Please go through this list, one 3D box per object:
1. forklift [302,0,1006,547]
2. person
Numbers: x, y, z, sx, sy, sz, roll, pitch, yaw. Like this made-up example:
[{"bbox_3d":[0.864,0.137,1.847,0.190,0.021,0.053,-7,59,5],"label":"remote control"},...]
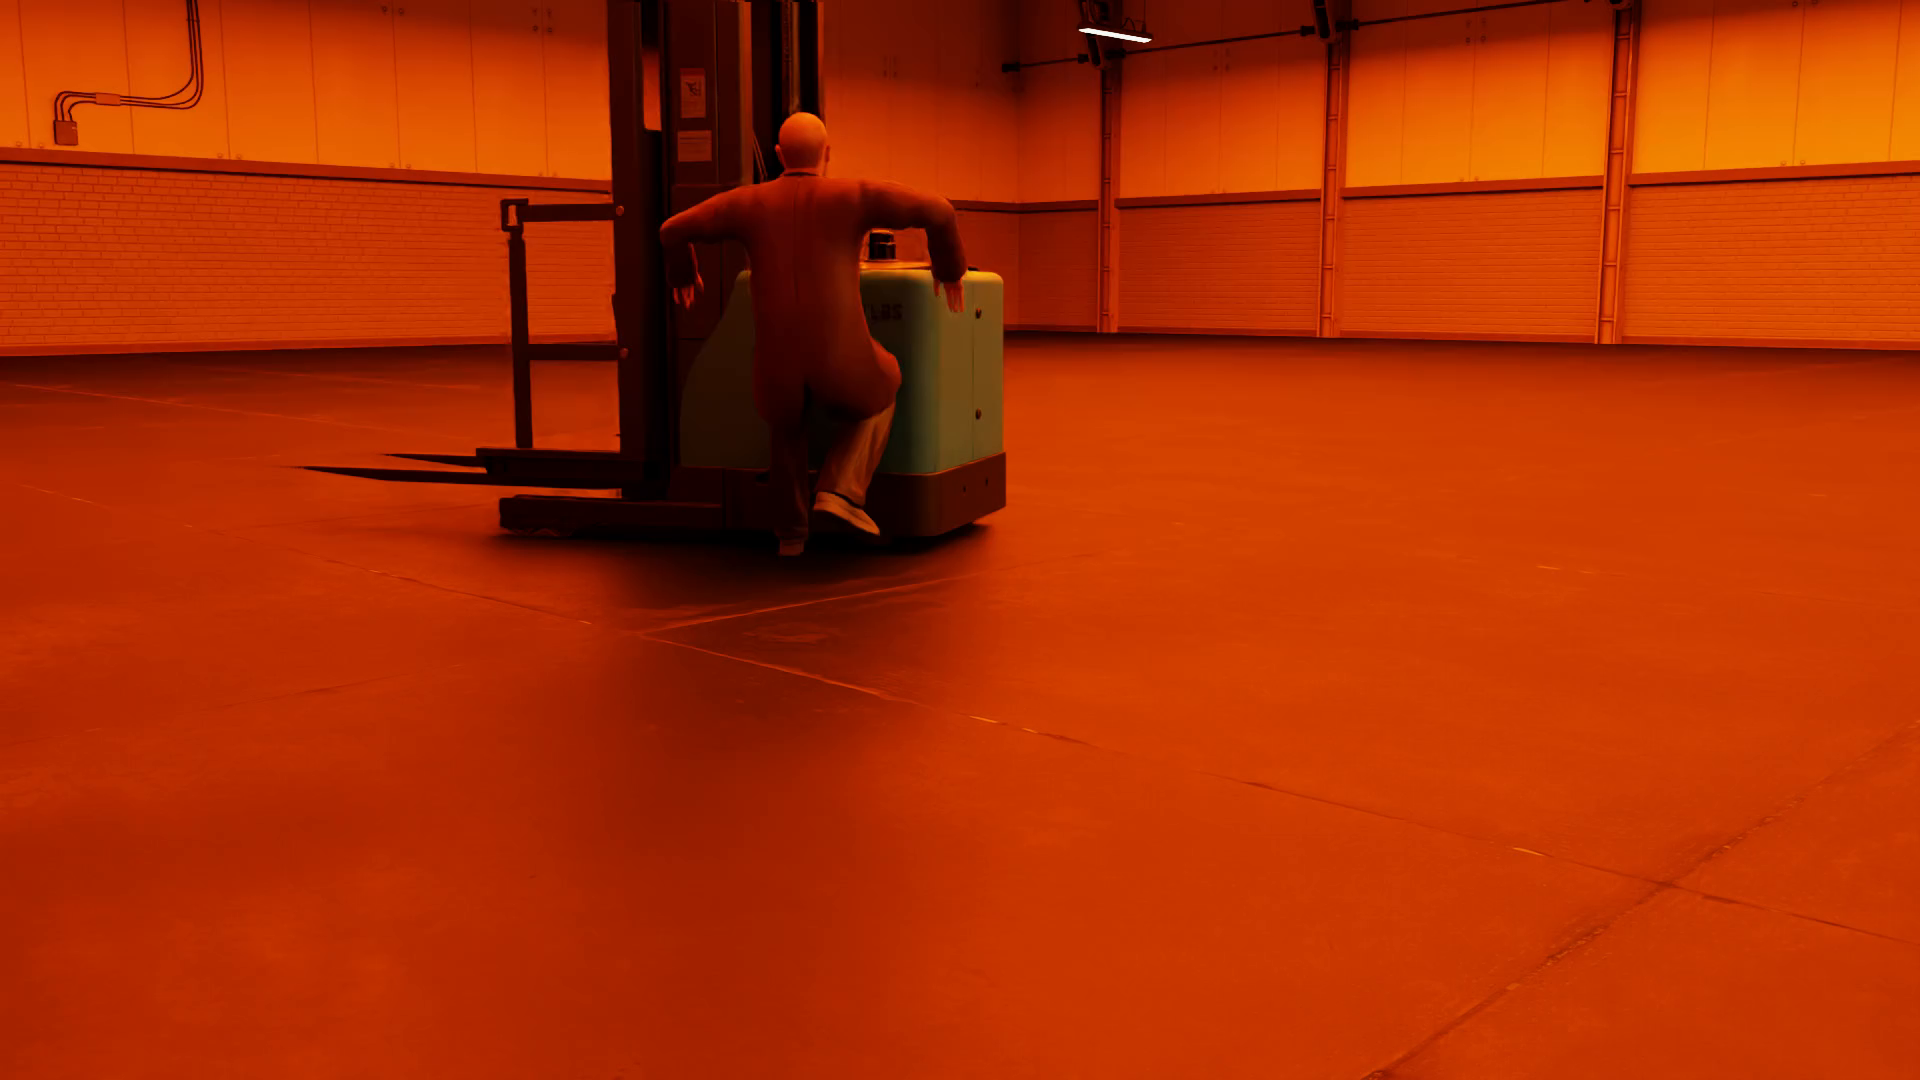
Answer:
[{"bbox_3d":[-1.377,-1.529,7.028,3.031,2.935,1.130,3,9,18],"label":"forklift"},{"bbox_3d":[-0.518,-0.724,6.127,1.125,1.612,0.854,2,9,11],"label":"person"}]
